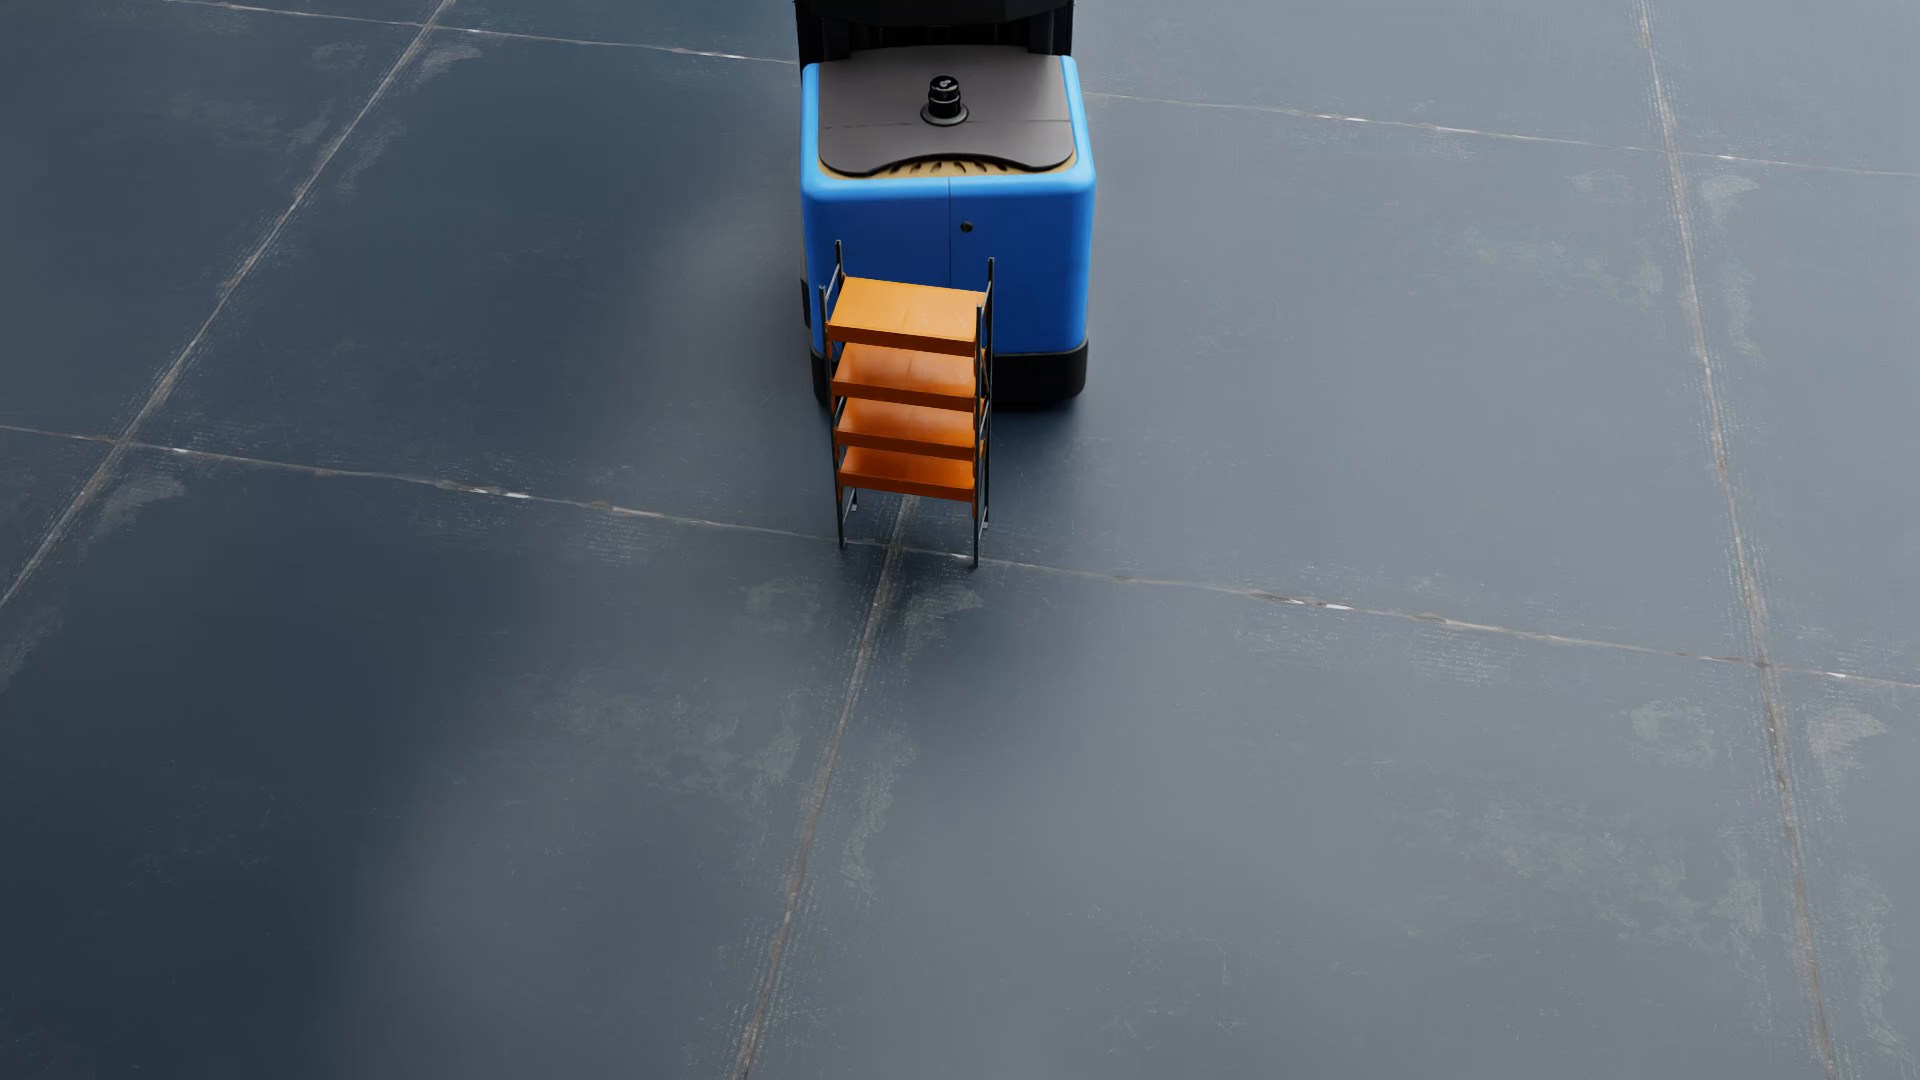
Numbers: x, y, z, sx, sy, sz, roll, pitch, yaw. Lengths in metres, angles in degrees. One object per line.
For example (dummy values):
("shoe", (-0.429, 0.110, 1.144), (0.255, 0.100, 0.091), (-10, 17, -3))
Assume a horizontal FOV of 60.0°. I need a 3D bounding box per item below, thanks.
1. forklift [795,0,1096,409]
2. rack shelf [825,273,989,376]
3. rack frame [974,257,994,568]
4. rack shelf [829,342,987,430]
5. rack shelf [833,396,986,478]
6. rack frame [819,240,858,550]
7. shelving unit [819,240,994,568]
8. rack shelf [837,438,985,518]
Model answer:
("forklift", (-0.113, -2.575, 6.342), (1.130, 2.935, 3.031), (-2, 48, -2))
("rack shelf", (-0.163, -0.686, 5.280), (0.480, 0.148, 0.258), (8, 49, 7))
("rack frame", (0.077, -0.391, 5.543), (0.015, 1.200, 0.240), (8, 49, 7))
("rack shelf", (-0.163, -0.527, 5.456), (0.480, 0.148, 0.258), (8, 49, 7))
("rack shelf", (-0.163, -0.378, 5.622), (0.480, 0.148, 0.258), (8, 49, 7))
("rack frame", (-0.403, -0.455, 5.601), (0.015, 1.200, 0.240), (8, 49, 7))
("shelving unit", (-0.163, -0.423, 5.572), (0.503, 1.200, 0.258), (8, 49, 7))
("rack shelf", (-0.163, -0.245, 5.770), (0.480, 0.148, 0.258), (8, 49, 7))
